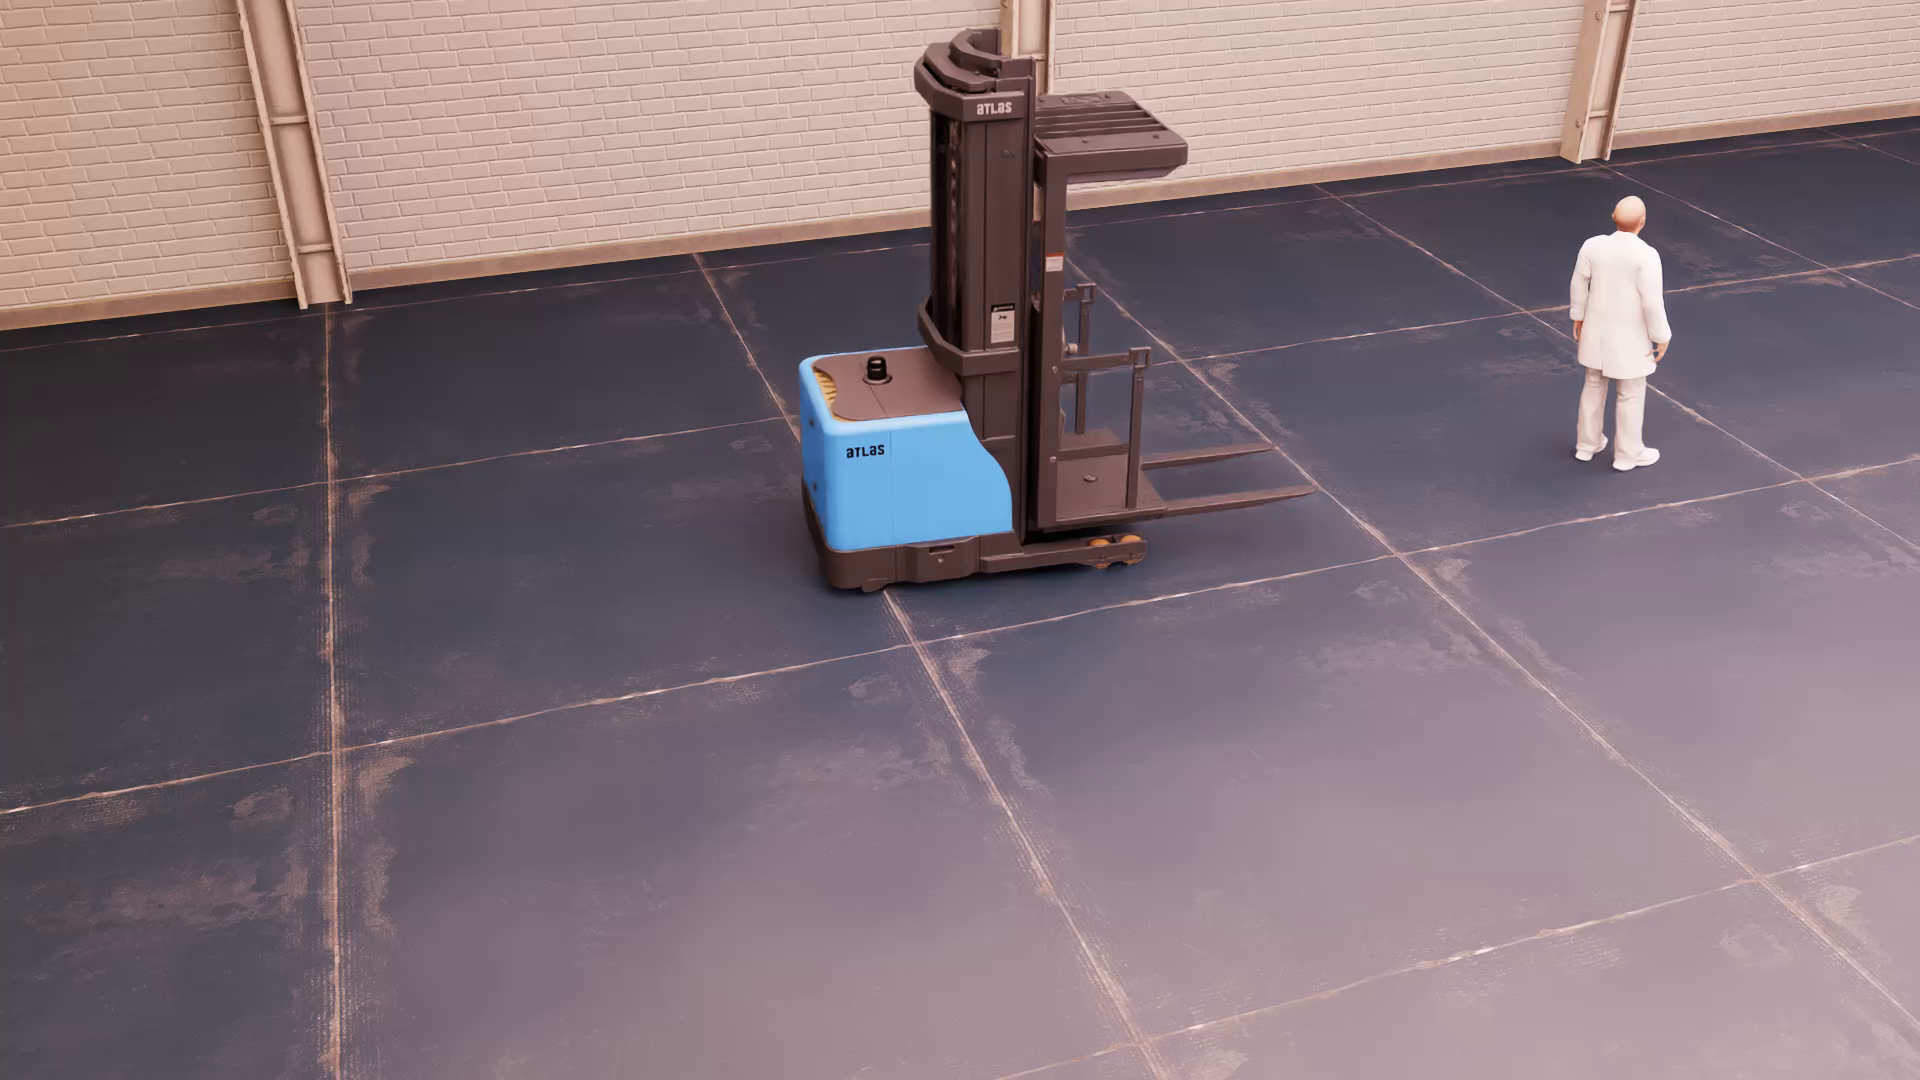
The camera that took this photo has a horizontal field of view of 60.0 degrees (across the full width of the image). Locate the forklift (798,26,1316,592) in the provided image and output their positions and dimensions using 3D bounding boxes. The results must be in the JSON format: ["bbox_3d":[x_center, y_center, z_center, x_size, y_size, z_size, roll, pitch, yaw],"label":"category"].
[{"bbox_3d":[0.614,-1.356,9.443,3.031,2.935,1.130,-7,31,-12],"label":"forklift"}]

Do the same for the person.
[{"bbox_3d":[4.213,-1.308,10.563,0.558,1.732,0.690,-21,36,-32],"label":"person"}]
